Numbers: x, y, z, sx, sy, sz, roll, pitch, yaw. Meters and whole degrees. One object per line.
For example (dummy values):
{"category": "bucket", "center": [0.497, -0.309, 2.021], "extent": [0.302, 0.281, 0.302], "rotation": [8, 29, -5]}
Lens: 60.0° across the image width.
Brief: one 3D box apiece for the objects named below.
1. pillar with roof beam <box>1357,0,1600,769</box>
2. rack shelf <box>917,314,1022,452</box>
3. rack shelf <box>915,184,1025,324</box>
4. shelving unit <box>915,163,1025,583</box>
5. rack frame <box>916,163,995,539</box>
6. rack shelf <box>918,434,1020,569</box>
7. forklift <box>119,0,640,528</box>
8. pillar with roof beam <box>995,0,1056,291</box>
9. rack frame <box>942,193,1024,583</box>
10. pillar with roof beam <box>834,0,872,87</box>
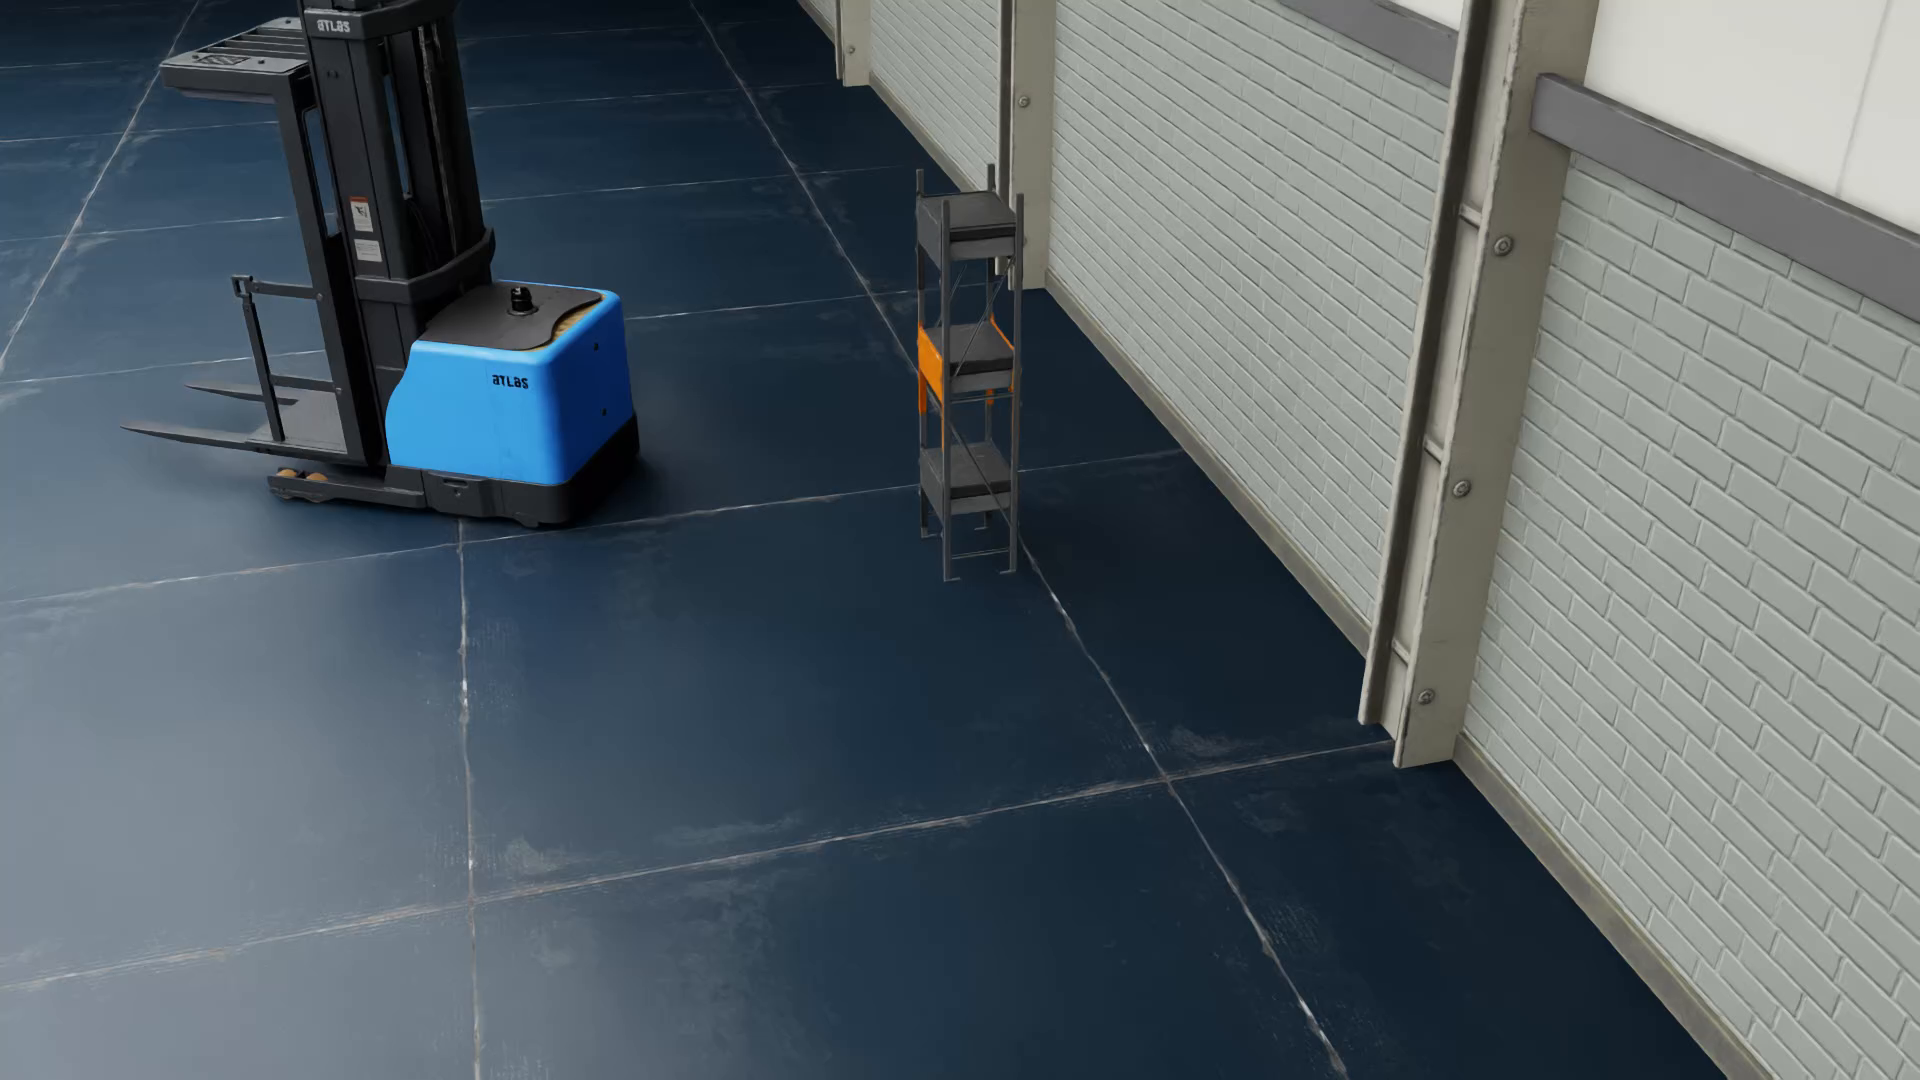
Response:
{"category": "pillar with roof beam", "center": [-2.087, -2.410, 4.430], "extent": [9.100, 9.000, 0.400], "rotation": [-8, 31, -13]}
{"category": "rack shelf", "center": [0.044, -0.817, 8.593], "extent": [0.431, 0.518, 0.480], "rotation": [-8, 31, -13]}
{"category": "rack shelf", "center": [0.044, -1.423, 8.242], "extent": [0.431, 0.518, 0.480], "rotation": [-8, 31, -13]}
{"category": "shelving unit", "center": [0.044, -0.829, 8.586], "extent": [0.431, 2.100, 0.503], "rotation": [-8, 31, -13]}
{"category": "rack frame", "center": [-0.021, -0.947, 8.789], "extent": [0.400, 2.100, 0.015], "rotation": [-8, 31, -13]}
{"category": "rack shelf", "center": [0.044, -0.211, 8.943], "extent": [0.431, 0.518, 0.480], "rotation": [-8, 31, -13]}
{"category": "forklift", "center": [-3.511, -1.731, 9.315], "extent": [3.031, 2.935, 1.130], "rotation": [8, 31, 13]}
{"category": "pillar with roof beam", "center": [-3.680, -5.308, 9.437], "extent": [9.100, 9.000, 0.400], "rotation": [-8, 31, -13]}
{"category": "rack frame", "center": [0.109, -0.711, 8.382], "extent": [0.400, 2.100, 0.015], "rotation": [-8, 31, -13]}
{"category": "pillar with roof beam", "center": [-5.272, -8.206, 14.444], "extent": [9.100, 9.000, 0.400], "rotation": [-8, 31, -13]}
